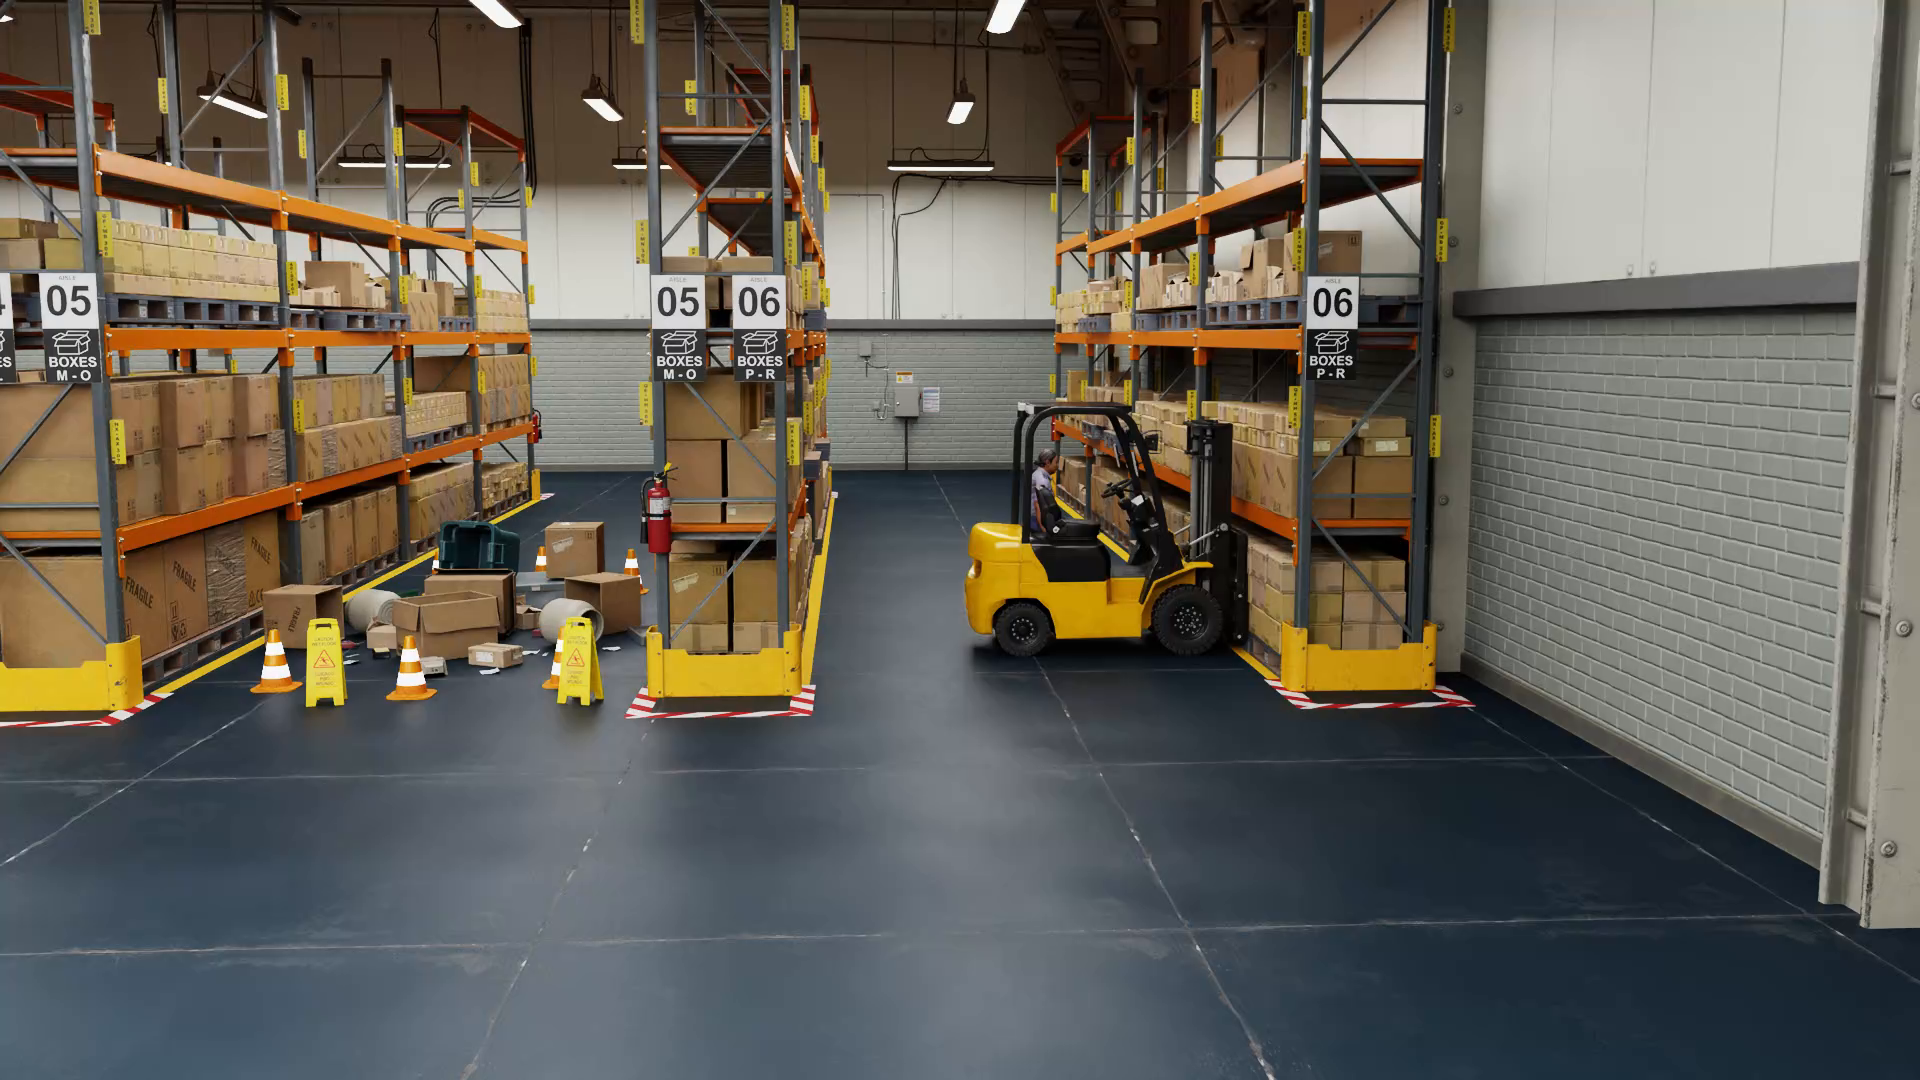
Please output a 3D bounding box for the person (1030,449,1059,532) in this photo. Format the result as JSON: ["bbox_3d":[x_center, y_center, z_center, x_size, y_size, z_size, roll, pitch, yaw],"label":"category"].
[{"bbox_3d":[0.796,-0.071,16.369,0.372,1.651,0.537,-1,7,-4],"label":"person"}]
